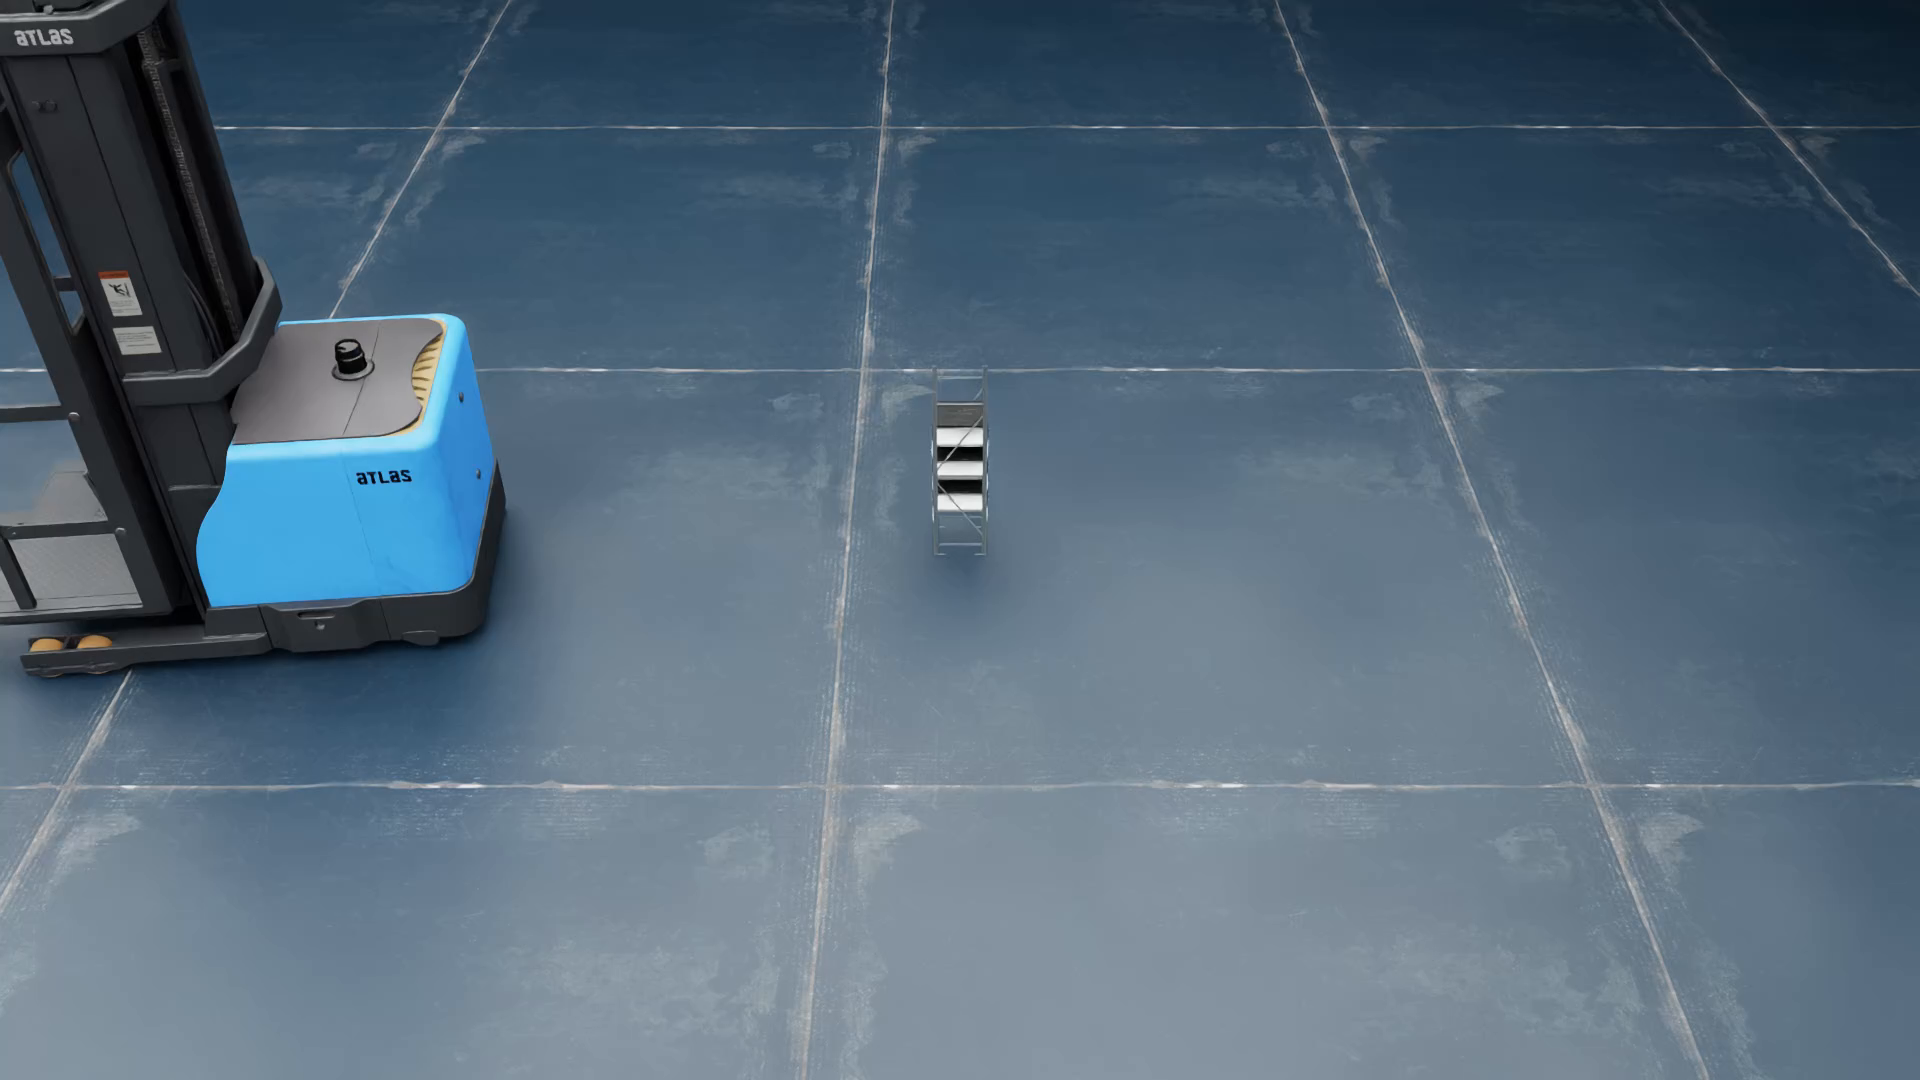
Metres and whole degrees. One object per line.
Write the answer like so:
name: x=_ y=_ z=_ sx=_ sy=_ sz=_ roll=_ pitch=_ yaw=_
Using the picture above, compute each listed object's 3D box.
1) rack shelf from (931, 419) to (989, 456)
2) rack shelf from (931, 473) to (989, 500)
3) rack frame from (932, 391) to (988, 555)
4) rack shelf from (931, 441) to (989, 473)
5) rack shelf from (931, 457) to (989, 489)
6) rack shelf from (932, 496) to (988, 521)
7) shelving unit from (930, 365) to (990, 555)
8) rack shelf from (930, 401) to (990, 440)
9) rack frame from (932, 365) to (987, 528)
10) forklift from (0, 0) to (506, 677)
rack shelf: x=0.000 y=-0.461 z=7.371 sx=0.258 sy=0.077 sz=0.200 roll=0 pitch=39 yaw=0
rack shelf: x=0.000 y=-0.250 z=7.539 sx=0.258 sy=0.077 sz=0.200 roll=0 pitch=39 yaw=0
rack frame: x=0.000 y=-0.283 z=7.383 sx=0.240 sy=0.900 sz=0.006 roll=0 pitch=39 yaw=0
rack shelf: x=0.000 y=-0.390 z=7.427 sx=0.258 sy=0.077 sz=0.200 roll=0 pitch=39 yaw=0
rack shelf: x=0.000 y=-0.320 z=7.483 sx=0.258 sy=0.077 sz=0.200 roll=0 pitch=39 yaw=0
rack shelf: x=0.000 y=-0.180 z=7.596 sx=0.258 sy=0.077 sz=0.200 roll=0 pitch=39 yaw=0
shelving unit: x=0.000 y=-0.346 z=7.462 sx=0.258 sy=0.900 sz=0.210 roll=0 pitch=39 yaw=0
rack shelf: x=0.000 y=-0.531 z=7.314 sx=0.258 sy=0.077 sz=0.200 roll=0 pitch=39 yaw=0
rack frame: x=0.000 y=-0.410 z=7.542 sx=0.240 sy=0.900 sz=0.006 roll=0 pitch=39 yaw=0
forklift: x=-3.612 y=-0.912 z=6.545 sx=3.031 sy=2.935 sz=1.130 roll=-4 pitch=39 yaw=-5
